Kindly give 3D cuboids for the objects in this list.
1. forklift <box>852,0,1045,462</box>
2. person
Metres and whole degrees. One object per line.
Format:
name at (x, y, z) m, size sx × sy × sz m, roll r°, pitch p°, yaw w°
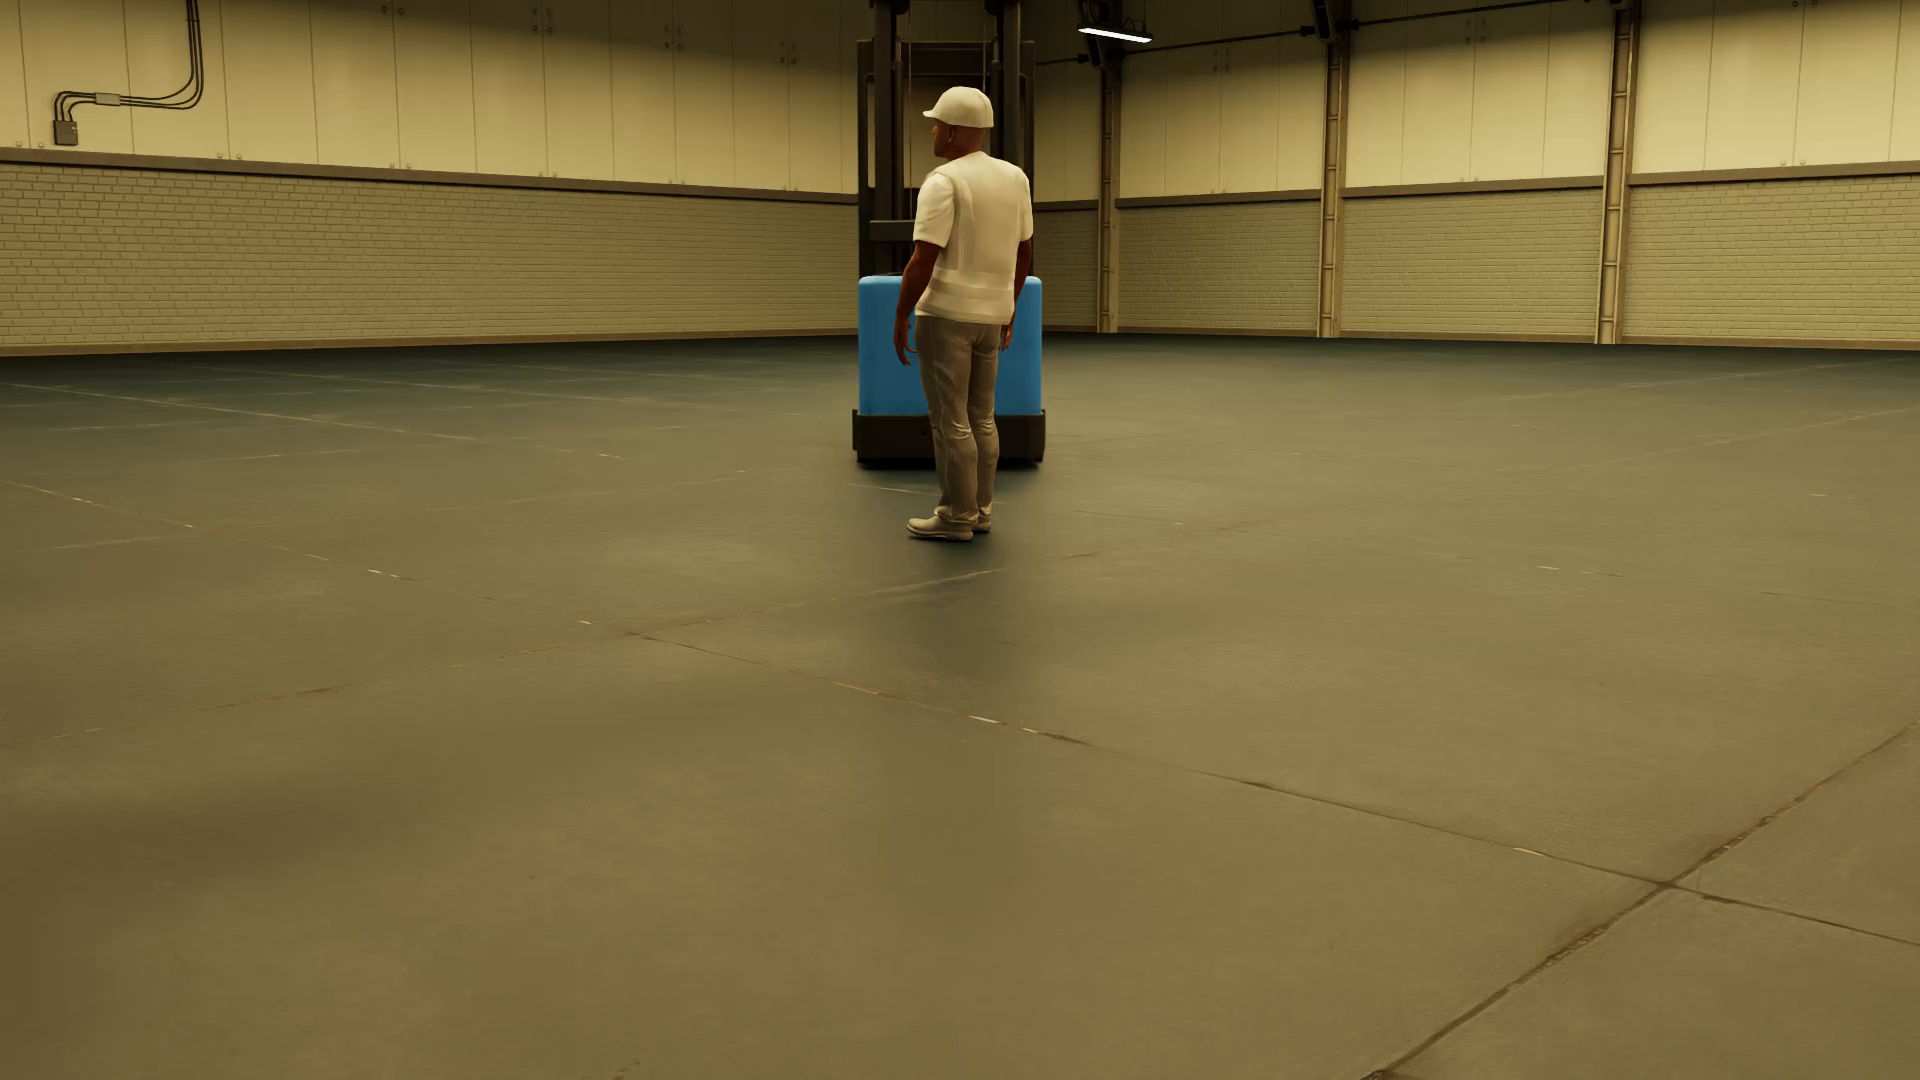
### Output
forklift at (-0.094, -2.058, 10.541) m, size 1.130 × 2.935 × 3.031 m, roll 0°, pitch 9°, yaw -2°
person at (-0.047, -0.888, 6.637) m, size 0.575 × 1.768 × 0.665 m, roll 8°, pitch 12°, yaw 43°
